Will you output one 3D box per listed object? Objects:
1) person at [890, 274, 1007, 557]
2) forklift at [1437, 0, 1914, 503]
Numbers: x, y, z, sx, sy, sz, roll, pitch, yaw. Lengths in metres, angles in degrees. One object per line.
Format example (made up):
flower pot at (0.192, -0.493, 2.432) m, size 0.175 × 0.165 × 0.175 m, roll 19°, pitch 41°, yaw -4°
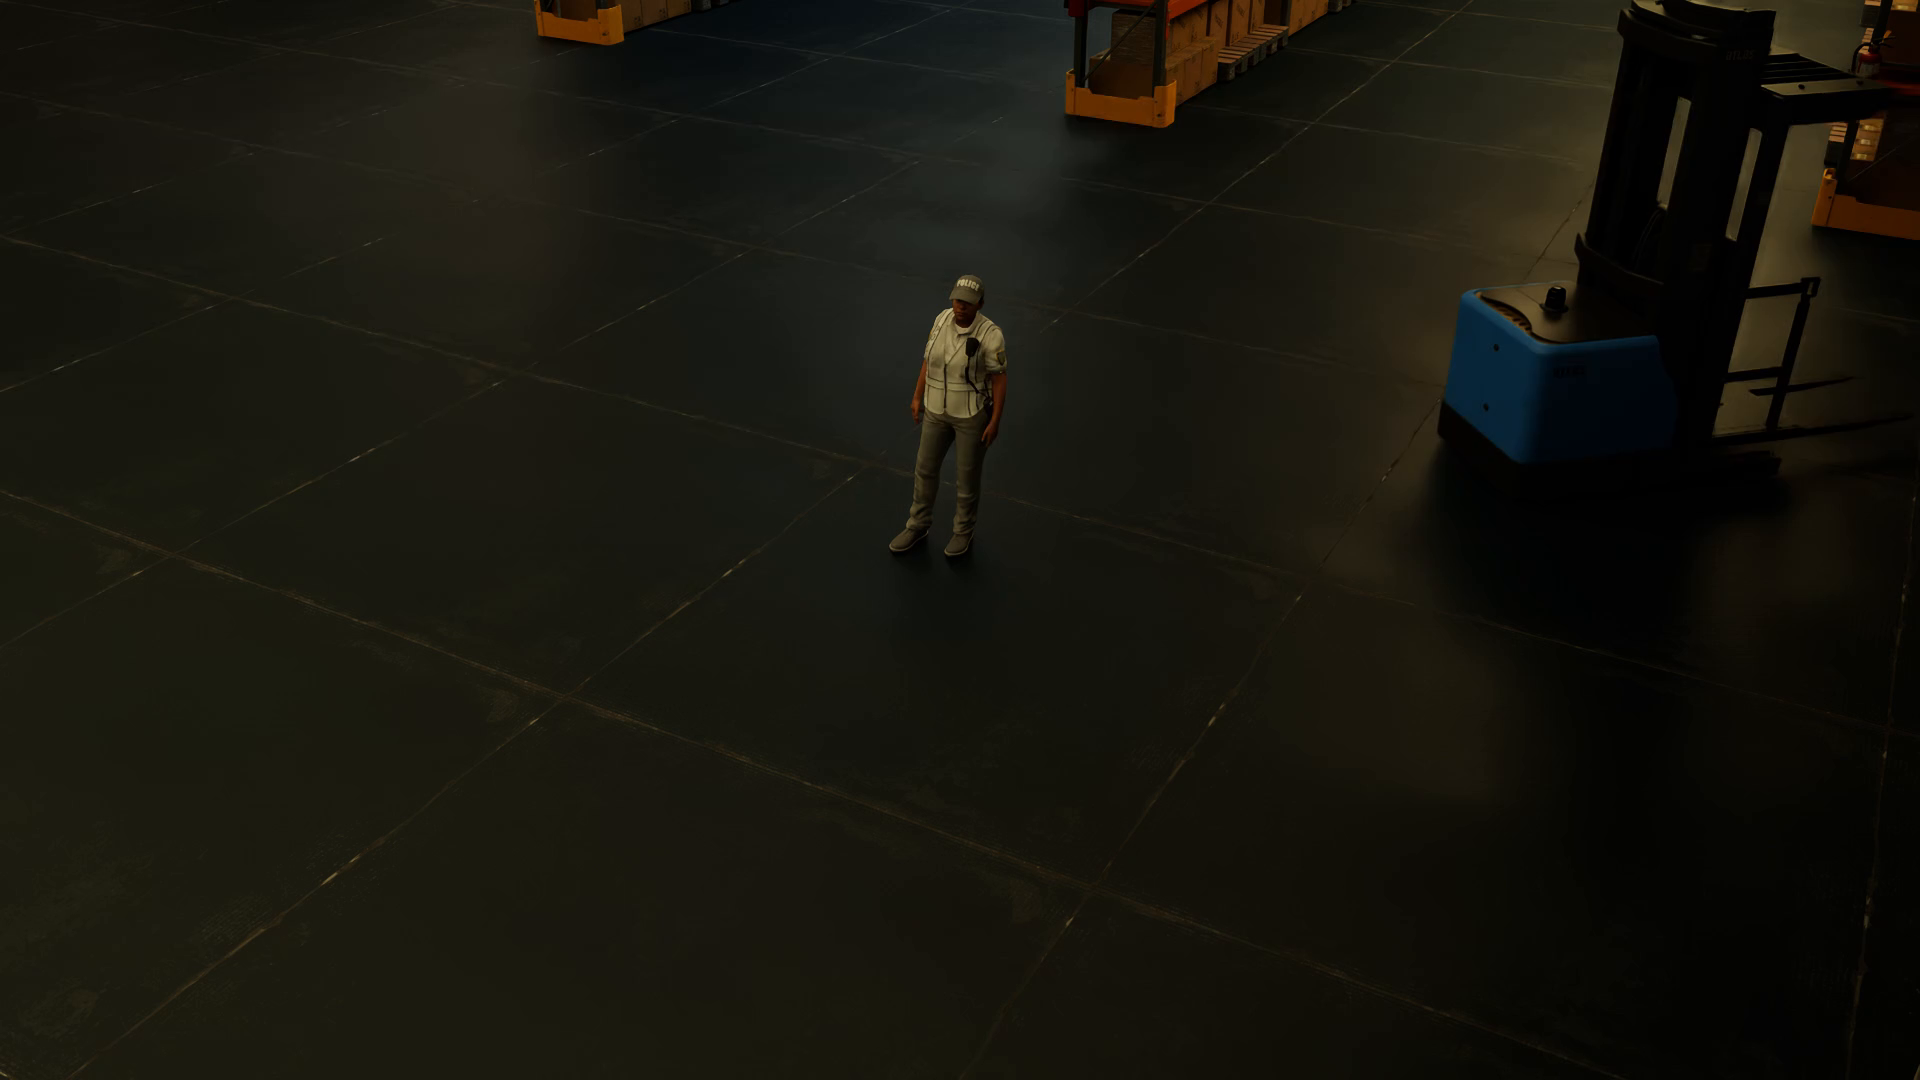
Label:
person at (-0.057, -0.701, 9.534) m, size 0.598 × 1.670 × 0.529 m, roll 15°, pitch 33°, yaw 25°
forklift at (4.756, -1.881, 10.330) m, size 3.031 × 2.935 × 1.130 m, roll -7°, pitch 31°, yaw -12°
